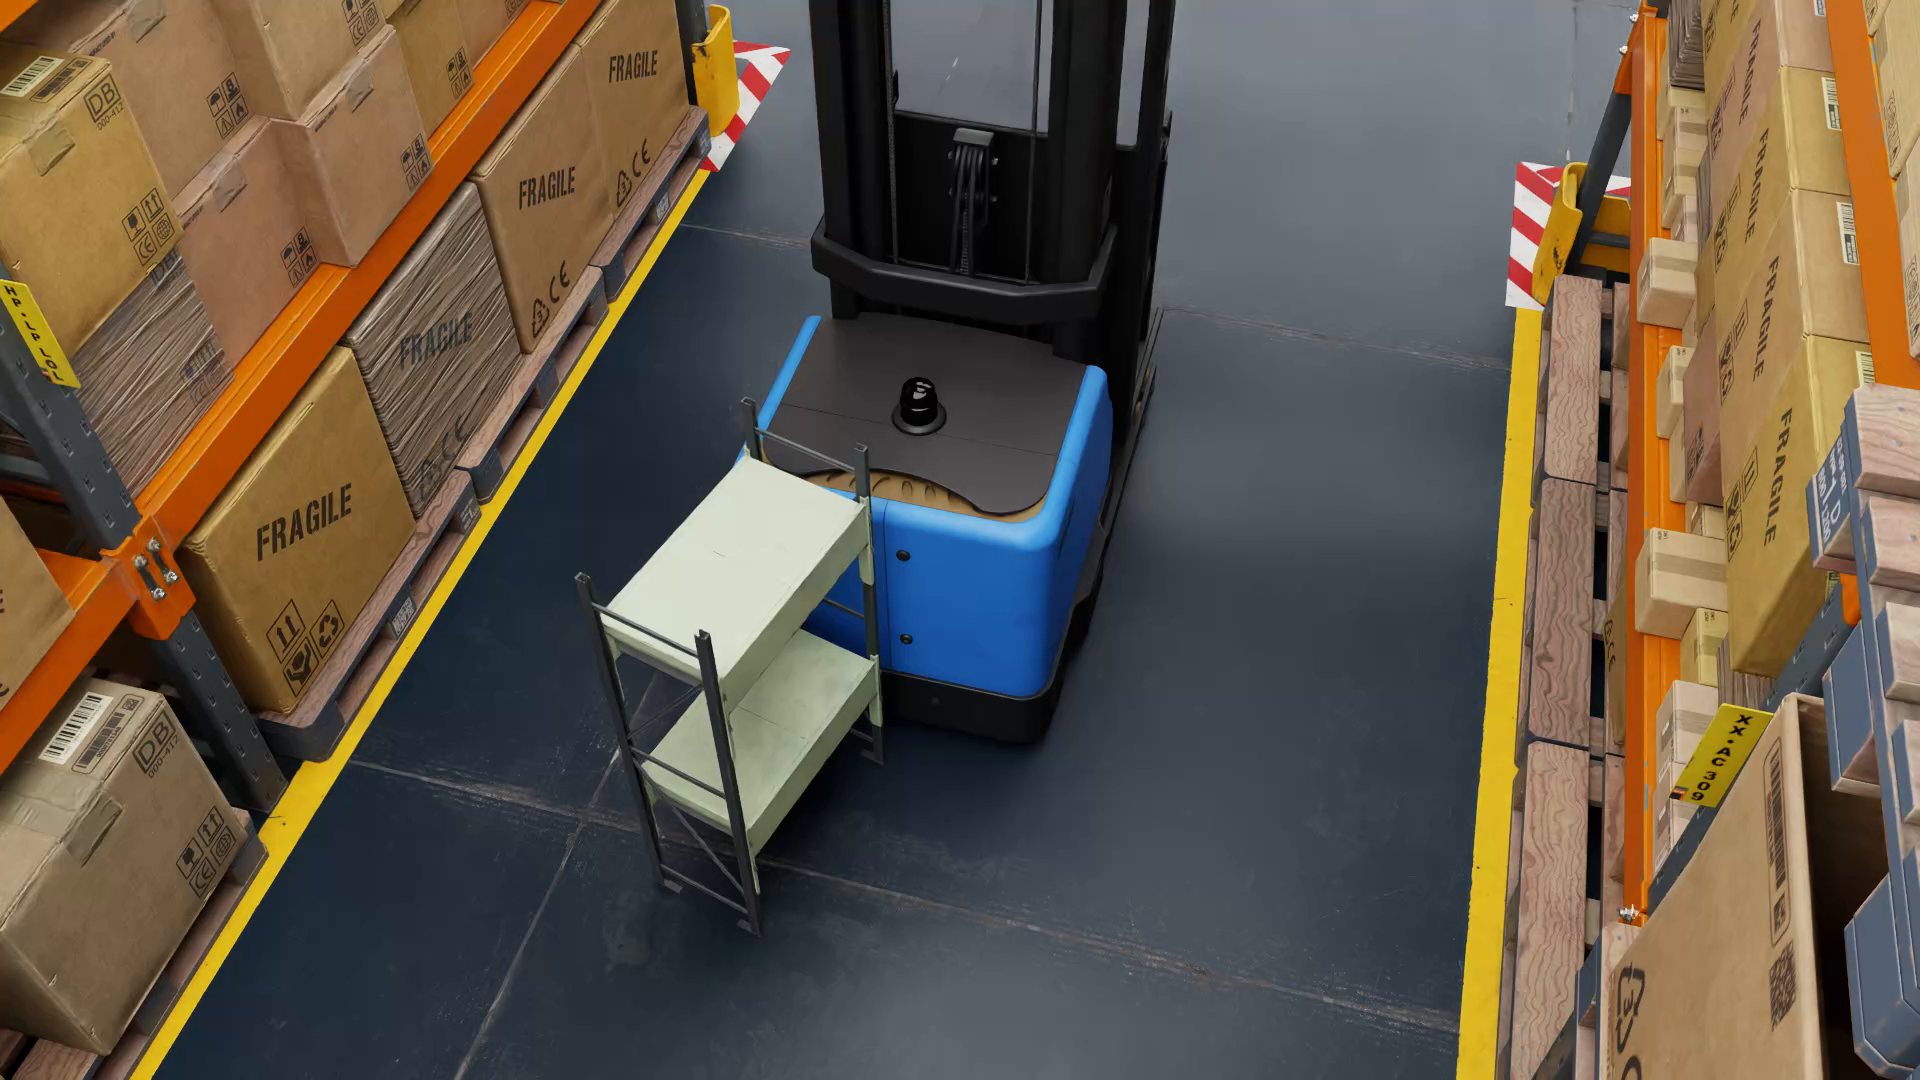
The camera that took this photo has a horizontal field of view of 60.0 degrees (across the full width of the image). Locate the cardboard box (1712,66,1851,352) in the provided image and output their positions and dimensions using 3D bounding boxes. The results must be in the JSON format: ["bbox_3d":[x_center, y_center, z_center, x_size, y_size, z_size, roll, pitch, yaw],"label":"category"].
[{"bbox_3d":[2.147,-0.747,3.976,0.500,0.500,0.500,12,50,10],"label":"cardboard box"}]

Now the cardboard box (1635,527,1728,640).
[{"bbox_3d":[1.961,0.138,4.295,0.380,0.149,0.250,12,50,10],"label":"cardboard box"}]

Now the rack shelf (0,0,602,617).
[{"bbox_3d":[-2.201,-1.442,6.002,1.077,0.370,4.000,12,50,10],"label":"rack shelf"}]

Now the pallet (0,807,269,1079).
[{"bbox_3d":[-2.858,1.263,4.995,1.003,0.211,1.213,12,50,10],"label":"pallet"}]

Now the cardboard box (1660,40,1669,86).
[{"bbox_3d":[2.695,-1.655,5.878,0.380,0.149,0.250,12,50,10],"label":"cardboard box"}]

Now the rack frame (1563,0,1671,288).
[{"bbox_3d":[3.084,-2.074,6.080,1.000,3.000,0.127,12,50,10],"label":"rack frame"}]

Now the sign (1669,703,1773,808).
[{"bbox_3d":[1.506,0.431,3.292,0.100,0.325,0.005,12,50,10],"label":"sign"}]

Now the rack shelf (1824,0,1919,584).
[{"bbox_3d":[2.558,-1.382,3.949,1.077,0.370,4.000,12,50,10],"label":"rack shelf"}]

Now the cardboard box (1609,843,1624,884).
[{"bbox_3d":[2.318,0.810,4.922,0.500,0.500,0.500,27,54,22],"label":"cardboard box"}]

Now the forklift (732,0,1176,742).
[{"bbox_3d":[0.163,-1.426,5.554,1.130,2.935,3.031,11,50,10],"label":"forklift"}]

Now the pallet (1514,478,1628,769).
[{"bbox_3d":[2.493,0.364,5.788,1.003,0.211,1.213,12,50,10],"label":"pallet"}]

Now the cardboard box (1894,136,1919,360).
[{"bbox_3d":[1.899,-0.505,2.795,0.500,0.250,0.500,13,50,11],"label":"cardboard box"}]

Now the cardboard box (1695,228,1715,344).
[{"bbox_3d":[2.581,-0.716,4.616,0.875,0.500,0.500,12,50,10],"label":"cardboard box"}]

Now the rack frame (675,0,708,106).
[{"bbox_3d":[-1.675,-3.126,7.009,1.000,3.000,0.127,12,50,10],"label":"rack frame"}]

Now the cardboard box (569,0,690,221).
[{"bbox_3d":[-1.789,-2.059,7.203,0.875,0.875,0.875,12,50,10],"label":"cardboard box"}]

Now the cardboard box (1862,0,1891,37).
[{"bbox_3d":[2.176,-1.251,3.453,0.500,0.250,0.500,11,50,10],"label":"cardboard box"}]

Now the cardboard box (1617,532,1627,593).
[{"bbox_3d":[2.596,-0.050,5.680,0.500,0.500,0.500,16,50,14],"label":"cardboard box"}]

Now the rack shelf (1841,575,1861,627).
[{"bbox_3d":[1.505,1.511,1.395,1.077,0.370,4.000,12,50,10],"label":"rack shelf"}]

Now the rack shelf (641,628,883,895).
[{"bbox_3d":[-0.607,0.635,5.124,0.431,0.370,0.720,23,52,19],"label":"rack shelf"}]

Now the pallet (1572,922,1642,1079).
[{"bbox_3d":[1.690,1.406,3.136,1.003,0.211,1.213,12,50,10],"label":"pallet"}]

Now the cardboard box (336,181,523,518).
[{"bbox_3d":[-2.261,-0.763,6.060,0.875,0.875,0.875,12,50,10],"label":"cardboard box"}]

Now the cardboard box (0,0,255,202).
[{"bbox_3d":[-2.564,-1.321,4.595,0.875,0.550,0.550,12,50,10],"label":"cardboard box"}]

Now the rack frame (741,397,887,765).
[{"bbox_3d":[-0.427,0.180,5.091,0.400,1.500,0.023,23,52,19],"label":"rack frame"}]

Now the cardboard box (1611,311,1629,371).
[{"bbox_3d":[2.903,-0.938,6.464,0.500,0.500,0.500,20,52,17],"label":"cardboard box"}]

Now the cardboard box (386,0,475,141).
[{"bbox_3d":[-2.220,-1.725,5.671,0.875,0.550,0.500,12,50,10],"label":"cardboard box"}]

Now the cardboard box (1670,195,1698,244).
[{"bbox_3d":[2.456,-0.927,5.235,0.380,0.149,0.250,12,50,10],"label":"cardboard box"}]

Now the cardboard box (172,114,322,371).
[{"bbox_3d":[-2.519,-0.954,4.991,0.875,0.550,0.550,12,50,10],"label":"cardboard box"}]

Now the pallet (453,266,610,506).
[{"bbox_3d":[-2.133,-0.730,6.754,1.003,0.211,1.213,12,50,10],"label":"pallet"}]

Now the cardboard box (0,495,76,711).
[{"bbox_3d":[-2.607,0.164,4.038,0.500,0.500,0.500,11,50,10],"label":"cardboard box"}]

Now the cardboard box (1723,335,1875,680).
[{"bbox_3d":[1.884,-0.023,3.338,0.500,0.500,0.500,12,50,10],"label":"cardboard box"}]

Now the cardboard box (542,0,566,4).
[{"bbox_3d":[-1.852,-2.496,6.353,0.875,0.550,0.550,12,50,10],"label":"cardboard box"}]

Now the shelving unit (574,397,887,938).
[{"bbox_3d":[-0.607,0.419,4.880,0.431,1.500,0.755,23,52,19],"label":"shelving unit"}]

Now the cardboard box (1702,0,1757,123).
[{"bbox_3d":[2.408,-1.471,4.615,0.500,0.500,0.500,12,50,10],"label":"cardboard box"}]

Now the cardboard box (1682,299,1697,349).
[{"bbox_3d":[2.353,-0.559,4.911,0.380,0.149,0.250,12,50,10],"label":"cardboard box"}]

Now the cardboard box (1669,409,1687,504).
[{"bbox_3d":[2.181,-0.206,4.599,0.380,0.149,0.250,12,50,10],"label":"cardboard box"}]

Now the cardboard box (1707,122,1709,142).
[{"bbox_3d":[2.897,-1.428,5.245,0.875,0.500,0.500,12,50,10],"label":"cardboard box"}]

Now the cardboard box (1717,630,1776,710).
[{"bbox_3d":[2.209,0.374,3.654,0.875,0.500,0.500,12,50,10],"label":"cardboard box"}]

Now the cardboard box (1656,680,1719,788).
[{"bbox_3d":[1.879,0.509,3.967,0.380,0.149,0.250,12,50,10],"label":"cardboard box"}]

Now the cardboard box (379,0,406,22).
[{"bbox_3d":[-2.158,-2.069,5.255,0.875,0.550,0.500,12,50,10],"label":"cardboard box"}]

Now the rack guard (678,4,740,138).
[{"bbox_3d":[-1.668,-2.317,7.961,1.175,0.500,0.348,12,50,10],"label":"rack guard"}]

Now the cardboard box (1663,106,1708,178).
[{"bbox_3d":[2.569,-1.292,5.558,0.380,0.149,0.250,12,50,10],"label":"cardboard box"}]
